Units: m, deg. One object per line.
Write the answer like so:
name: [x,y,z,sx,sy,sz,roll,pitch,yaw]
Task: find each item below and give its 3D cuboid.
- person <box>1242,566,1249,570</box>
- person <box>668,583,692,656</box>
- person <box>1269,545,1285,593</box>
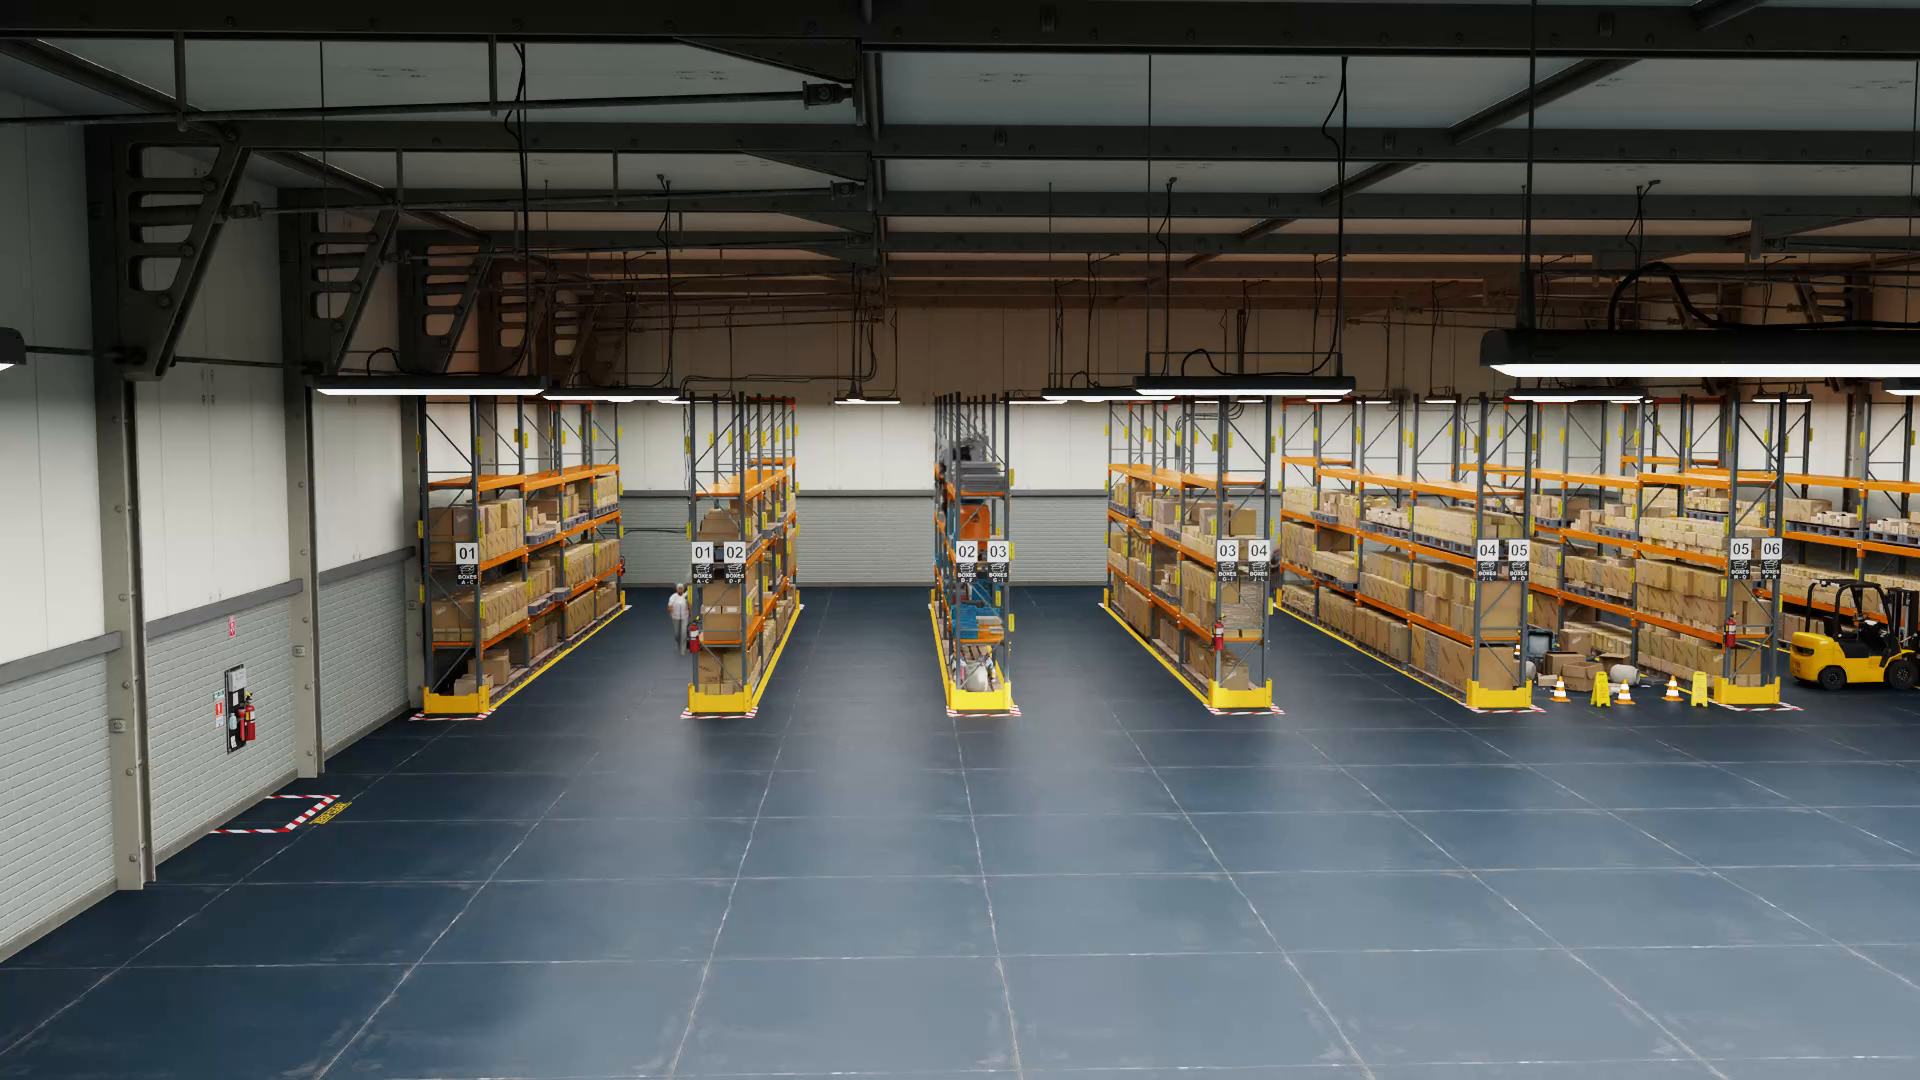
person: [7.913,1.129,46.693,0.730,1.729,0.759,1,5,10]
person: [-6.473,1.815,38.550,0.592,1.655,0.886,-1,5,-10]
person: [9.152,0.996,48.635,0.772,1.697,0.716,-1,5,-16]
